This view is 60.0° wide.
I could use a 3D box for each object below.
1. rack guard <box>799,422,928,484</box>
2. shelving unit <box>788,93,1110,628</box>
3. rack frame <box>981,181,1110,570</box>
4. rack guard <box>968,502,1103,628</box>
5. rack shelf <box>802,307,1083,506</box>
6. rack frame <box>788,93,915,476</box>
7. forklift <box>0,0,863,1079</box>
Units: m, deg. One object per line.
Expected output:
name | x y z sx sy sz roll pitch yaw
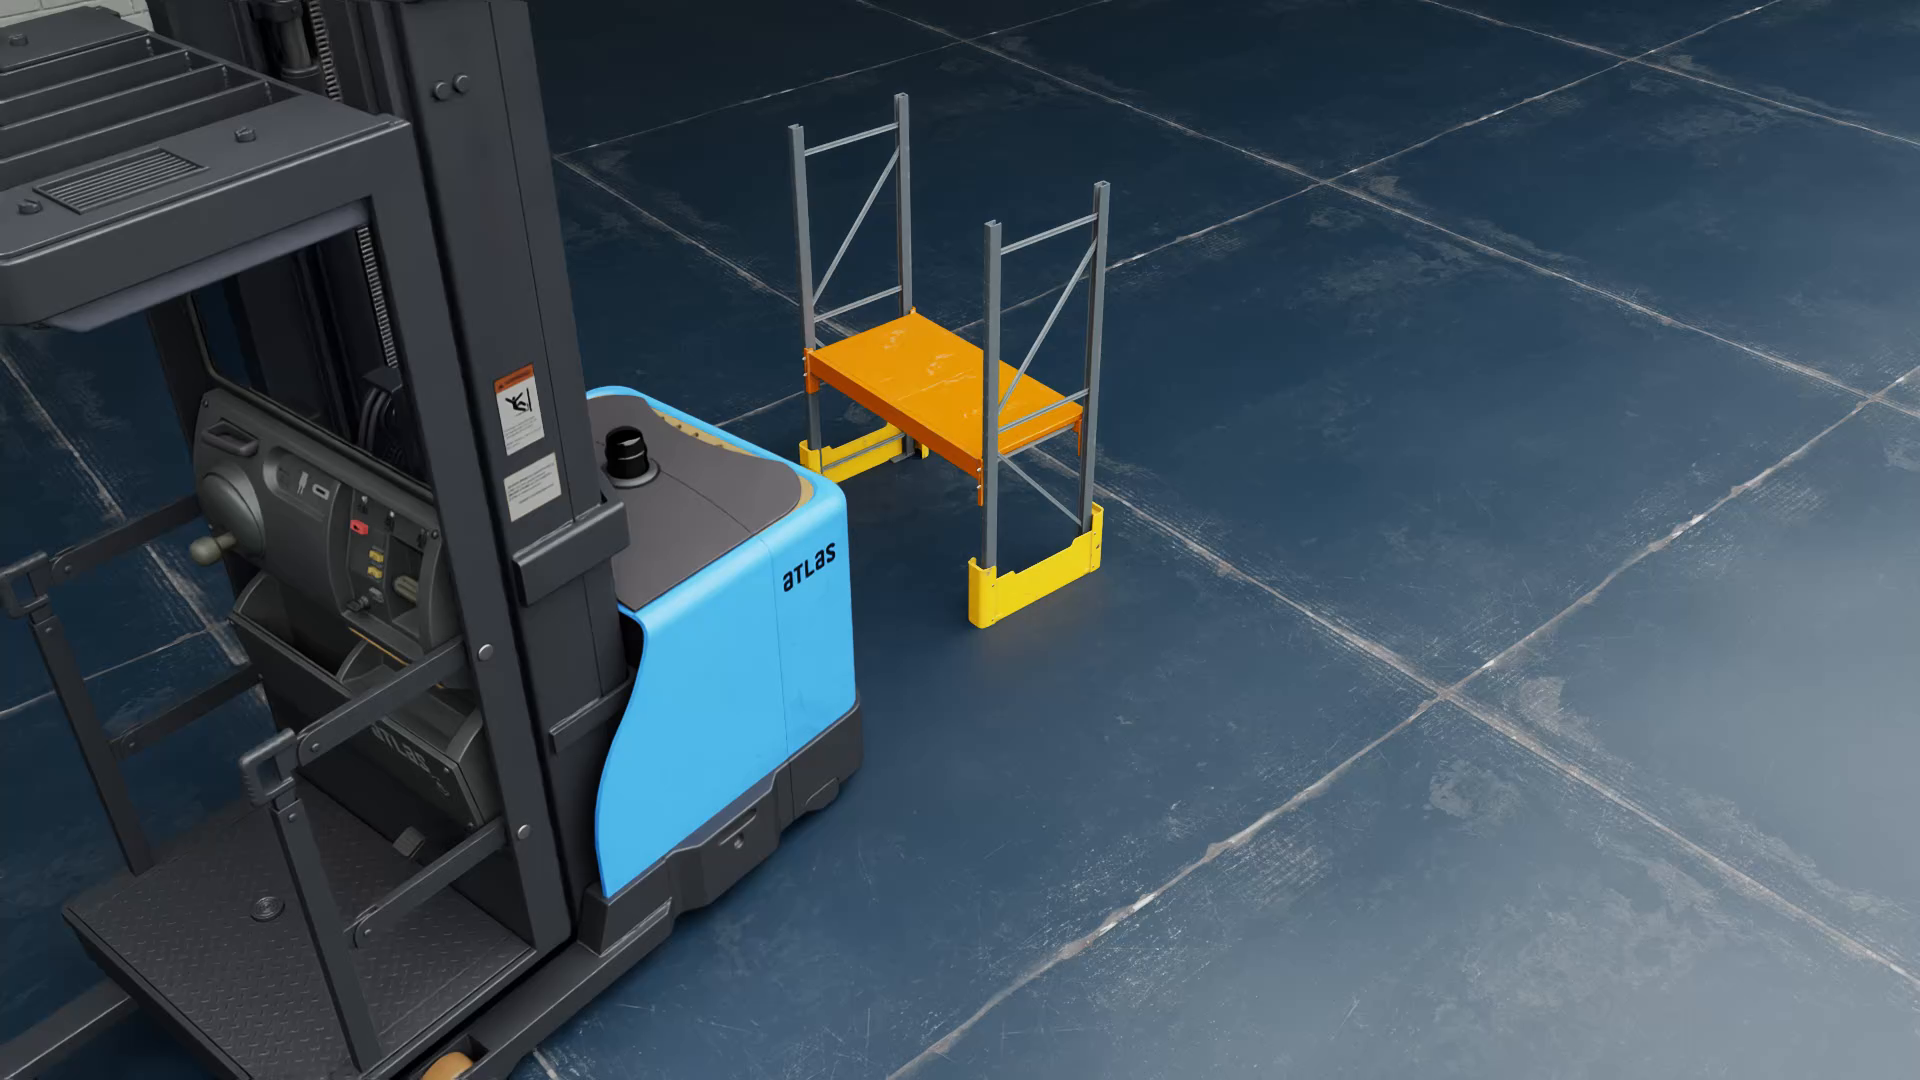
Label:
rack guard | -0.371 -0.356 6.536 0.587 0.250 0.087 -26 43 -32
shelving unit | -0.049 -0.646 5.864 0.587 1.500 1.083 -26 43 -32
rack frame | 0.273 -0.425 5.553 0.500 1.500 0.032 -26 43 -32
rack guard | 0.272 0.084 5.915 0.587 0.250 0.087 -26 43 -32
rack shelf | -0.055 -0.503 5.974 0.538 0.185 1.000 -26 43 -32
rack frame | -0.383 -0.874 6.187 0.500 1.500 0.032 -26 43 -32
forklift | -1.610 0.024 3.679 1.130 2.935 3.031 25 42 30
